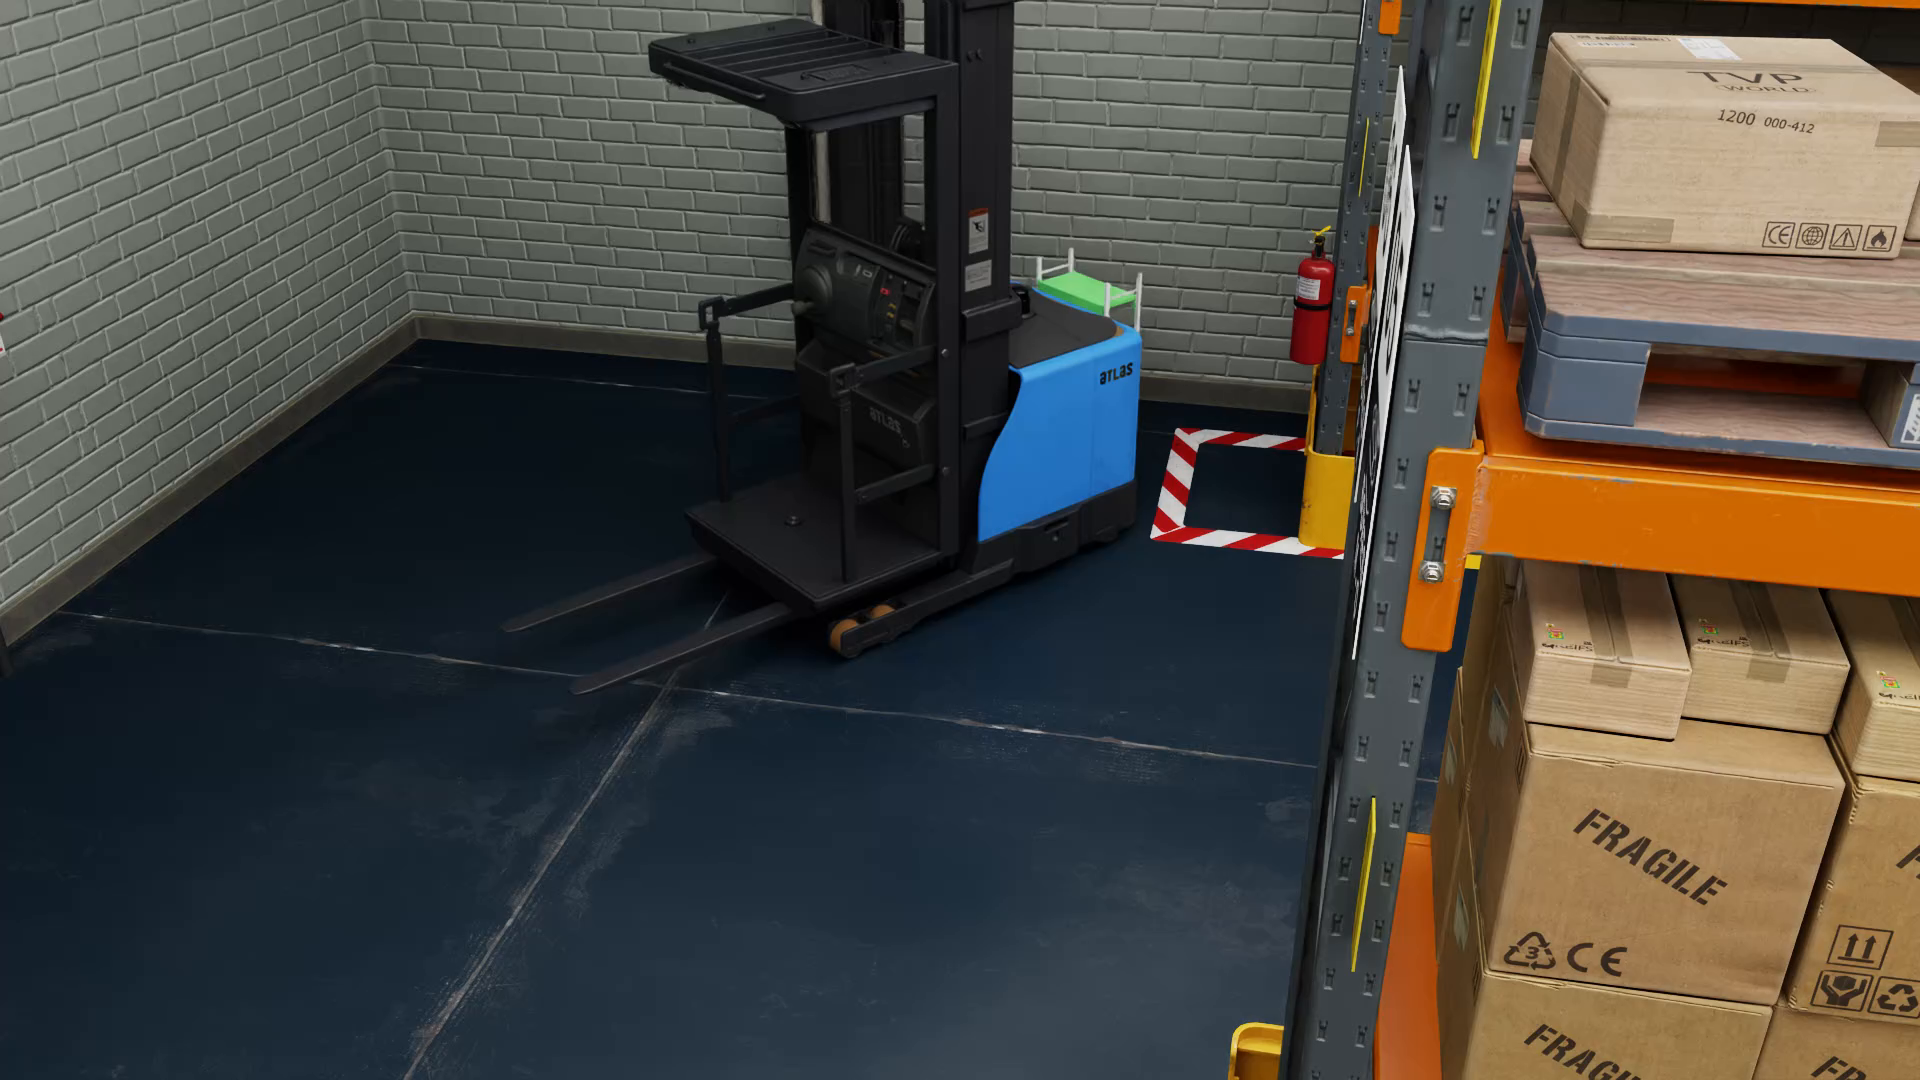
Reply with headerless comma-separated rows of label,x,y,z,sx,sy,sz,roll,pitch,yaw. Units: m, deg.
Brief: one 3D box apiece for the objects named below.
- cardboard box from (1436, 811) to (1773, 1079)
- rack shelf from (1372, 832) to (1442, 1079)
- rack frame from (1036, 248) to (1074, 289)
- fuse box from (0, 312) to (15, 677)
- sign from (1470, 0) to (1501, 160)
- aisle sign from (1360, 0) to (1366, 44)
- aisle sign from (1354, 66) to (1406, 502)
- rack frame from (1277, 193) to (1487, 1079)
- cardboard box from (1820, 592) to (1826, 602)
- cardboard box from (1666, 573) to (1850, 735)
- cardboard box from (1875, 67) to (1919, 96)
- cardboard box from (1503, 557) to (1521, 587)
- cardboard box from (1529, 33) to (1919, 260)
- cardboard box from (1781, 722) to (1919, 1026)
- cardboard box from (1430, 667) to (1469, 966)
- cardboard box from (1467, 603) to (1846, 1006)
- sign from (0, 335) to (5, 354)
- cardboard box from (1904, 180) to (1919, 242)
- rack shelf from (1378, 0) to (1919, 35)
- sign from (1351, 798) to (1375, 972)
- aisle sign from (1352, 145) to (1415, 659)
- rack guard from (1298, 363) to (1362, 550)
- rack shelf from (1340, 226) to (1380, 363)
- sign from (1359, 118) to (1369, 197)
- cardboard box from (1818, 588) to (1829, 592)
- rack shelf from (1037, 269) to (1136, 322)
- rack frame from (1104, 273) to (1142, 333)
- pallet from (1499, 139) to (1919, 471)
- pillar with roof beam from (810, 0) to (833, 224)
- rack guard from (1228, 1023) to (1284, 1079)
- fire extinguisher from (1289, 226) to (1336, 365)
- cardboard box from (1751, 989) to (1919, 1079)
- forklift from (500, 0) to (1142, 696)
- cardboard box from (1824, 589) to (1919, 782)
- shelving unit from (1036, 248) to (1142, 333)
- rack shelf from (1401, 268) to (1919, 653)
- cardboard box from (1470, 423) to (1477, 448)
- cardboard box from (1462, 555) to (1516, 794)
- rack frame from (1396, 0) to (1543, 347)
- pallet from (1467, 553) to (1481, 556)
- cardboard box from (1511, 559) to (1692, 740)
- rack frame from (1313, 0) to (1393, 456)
cardboard box,1.259,0.918,3.346,0.500,0.500,0.500,6,29,10
rack shelf,2.806,1.295,3.510,4.000,0.370,1.077,6,29,11
rack frame,0.483,-0.924,8.688,0.240,1.200,0.015,-22,36,-34
fuse box,-4.088,-0.182,6.801,0.414,1.711,0.539,6,29,11
sign,0.728,-0.695,2.280,0.005,0.325,0.100,6,29,11
aisle sign,1.755,-2.562,7.099,0.004,0.787,0.394,6,29,11
aisle sign,0.844,-0.514,3.359,0.004,0.787,0.394,6,29,11
rack frame,0.850,0.779,3.704,0.127,3.000,1.000,6,29,11
cardboard box,1.888,0.272,3.485,0.500,0.500,0.500,6,29,11
cardboard box,1.410,0.170,2.995,0.250,0.149,0.380,7,29,12
cardboard box,4.394,-1.819,7.515,0.500,0.500,0.500,5,29,9
cardboard box,1.242,-0.046,3.390,0.250,0.149,0.380,6,29,11
cardboard box,1.309,-0.696,2.890,0.500,0.250,0.500,3,29,6
cardboard box,1.766,0.527,3.019,0.500,0.500,0.500,5,29,9
cardboard box,1.377,0.659,3.819,0.500,0.500,0.500,6,29,11
cardboard box,1.260,0.478,3.107,0.500,0.500,0.500,5,29,9
sign,-4.188,-0.959,6.976,0.001,0.494,0.329,6,29,11
cardboard box,1.735,-0.647,2.906,0.250,0.149,0.380,4,29,7
rack shelf,3.838,-2.352,7.049,4.000,0.370,1.077,6,29,11
sign,0.728,0.624,3.002,0.005,0.325,0.100,6,29,11
aisle sign,0.719,-0.233,2.844,0.004,0.787,0.394,6,29,11
rack guard,1.957,-0.449,8.549,0.348,0.500,1.175,6,29,11
rack shelf,3.838,-1.037,7.769,4.000,0.370,1.077,6,29,11
sign,1.769,-1.678,7.289,0.005,0.325,0.100,6,29,11
cardboard box,1.766,-0.046,3.389,0.250,0.149,0.380,6,29,10
rack shelf,0.639,-1.199,8.324,0.258,0.148,0.480,-22,36,-34
rack frame,0.796,-0.744,8.360,0.240,1.200,0.015,-22,36,-34
pallet,1.577,-0.429,2.878,1.213,0.211,1.003,6,29,11
pillar with roof beam,-1.465,-2.856,4.096,0.400,9.000,9.100,6,29,11
rack guard,0.826,1.873,4.309,0.348,0.500,1.175,6,29,11
fire extinguisher,1.642,-1.153,7.701,0.183,0.674,0.296,6,29,11
cardboard box,1.760,0.956,3.277,0.500,0.500,0.500,5,29,10
forklift,-0.586,-1.055,7.124,3.031,2.935,1.130,-22,35,-34
cardboard box,1.640,0.250,2.849,0.250,0.149,0.380,7,29,12
shelving unit,0.639,-0.834,8.524,0.258,1.200,0.503,-22,36,-34
rack shelf,2.806,-0.021,2.790,4.000,0.370,1.077,6,29,11
cardboard box,2.461,-0.536,8.268,0.637,0.503,0.797,5,29,9
cardboard box,1.371,0.233,3.556,0.500,0.500,0.500,7,29,12
rack frame,0.850,-1.853,2.263,0.127,3.000,1.000,6,29,11
pallet,2.737,-0.242,8.473,1.213,0.211,1.003,6,29,11
cardboard box,1.139,0.177,2.981,0.250,0.149,0.380,6,29,12
rack frame,1.883,-1.553,7.962,0.127,3.000,1.000,6,29,11
